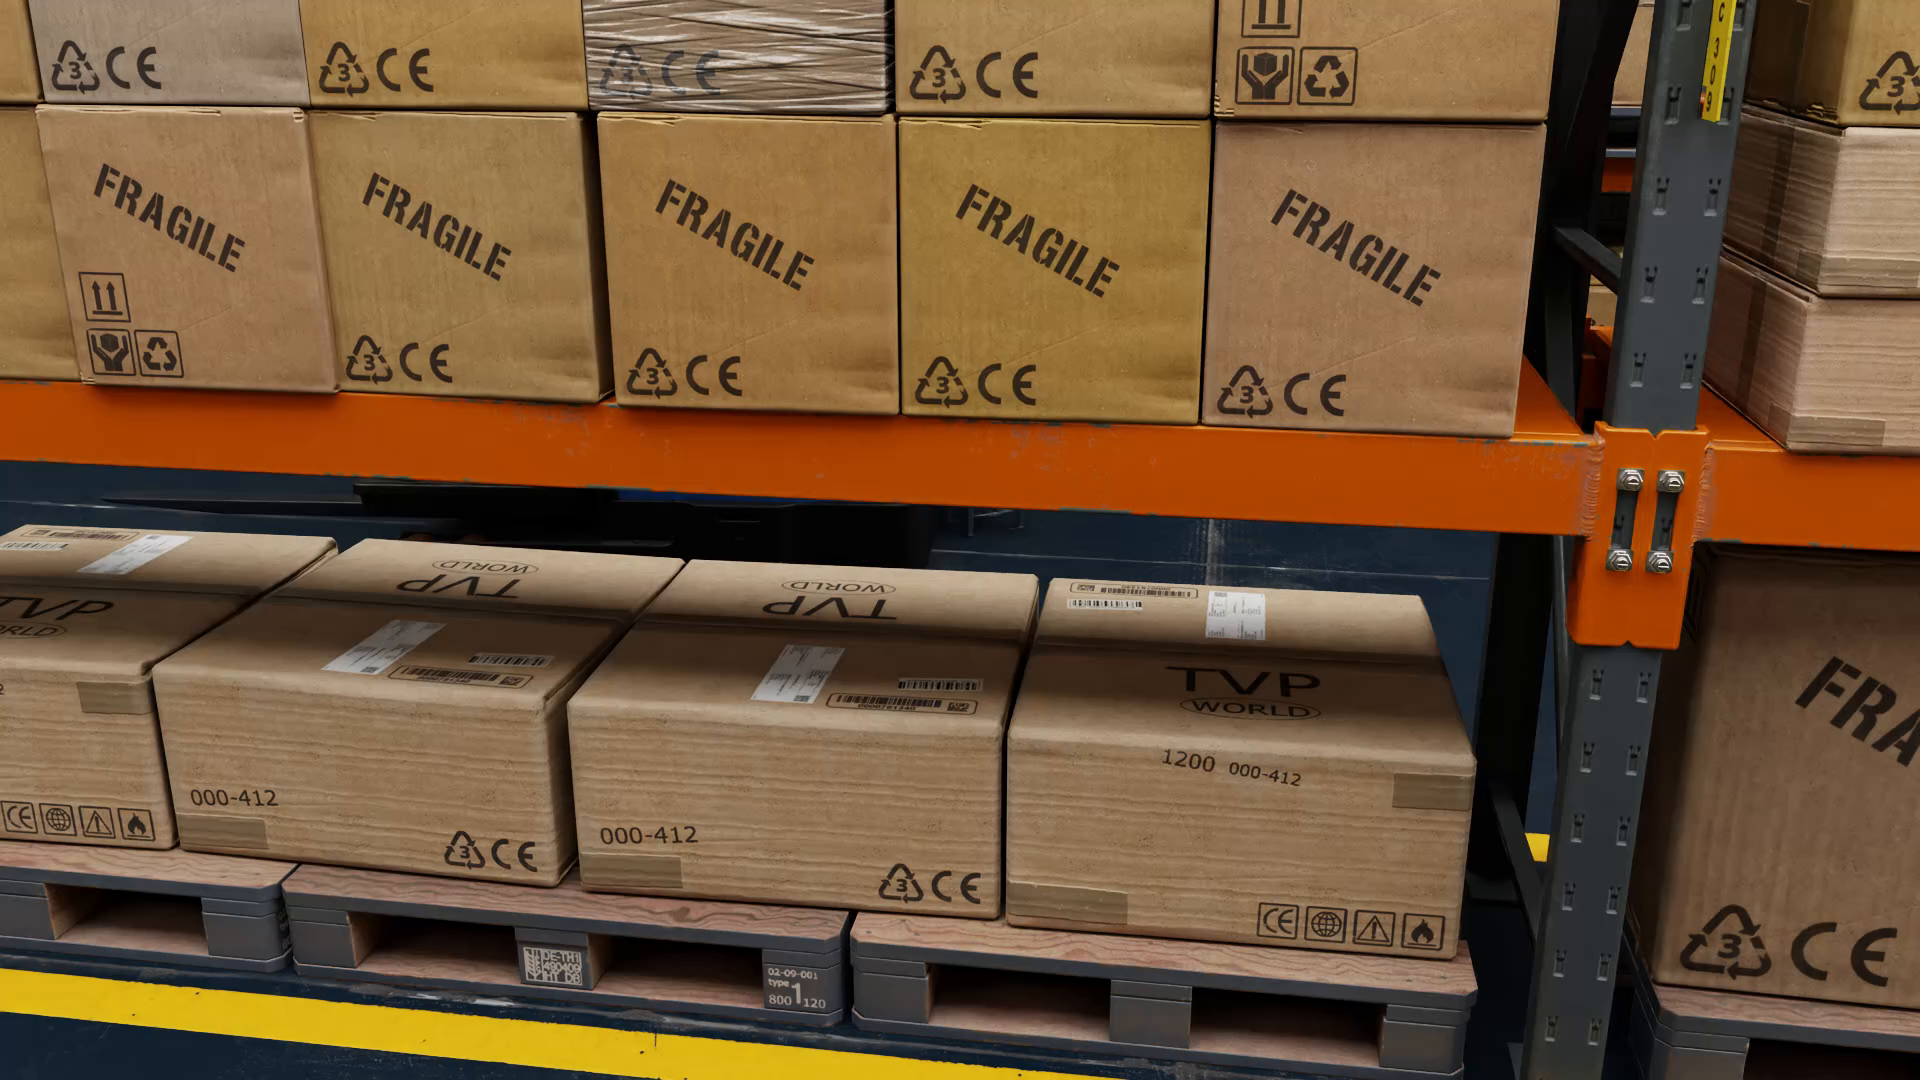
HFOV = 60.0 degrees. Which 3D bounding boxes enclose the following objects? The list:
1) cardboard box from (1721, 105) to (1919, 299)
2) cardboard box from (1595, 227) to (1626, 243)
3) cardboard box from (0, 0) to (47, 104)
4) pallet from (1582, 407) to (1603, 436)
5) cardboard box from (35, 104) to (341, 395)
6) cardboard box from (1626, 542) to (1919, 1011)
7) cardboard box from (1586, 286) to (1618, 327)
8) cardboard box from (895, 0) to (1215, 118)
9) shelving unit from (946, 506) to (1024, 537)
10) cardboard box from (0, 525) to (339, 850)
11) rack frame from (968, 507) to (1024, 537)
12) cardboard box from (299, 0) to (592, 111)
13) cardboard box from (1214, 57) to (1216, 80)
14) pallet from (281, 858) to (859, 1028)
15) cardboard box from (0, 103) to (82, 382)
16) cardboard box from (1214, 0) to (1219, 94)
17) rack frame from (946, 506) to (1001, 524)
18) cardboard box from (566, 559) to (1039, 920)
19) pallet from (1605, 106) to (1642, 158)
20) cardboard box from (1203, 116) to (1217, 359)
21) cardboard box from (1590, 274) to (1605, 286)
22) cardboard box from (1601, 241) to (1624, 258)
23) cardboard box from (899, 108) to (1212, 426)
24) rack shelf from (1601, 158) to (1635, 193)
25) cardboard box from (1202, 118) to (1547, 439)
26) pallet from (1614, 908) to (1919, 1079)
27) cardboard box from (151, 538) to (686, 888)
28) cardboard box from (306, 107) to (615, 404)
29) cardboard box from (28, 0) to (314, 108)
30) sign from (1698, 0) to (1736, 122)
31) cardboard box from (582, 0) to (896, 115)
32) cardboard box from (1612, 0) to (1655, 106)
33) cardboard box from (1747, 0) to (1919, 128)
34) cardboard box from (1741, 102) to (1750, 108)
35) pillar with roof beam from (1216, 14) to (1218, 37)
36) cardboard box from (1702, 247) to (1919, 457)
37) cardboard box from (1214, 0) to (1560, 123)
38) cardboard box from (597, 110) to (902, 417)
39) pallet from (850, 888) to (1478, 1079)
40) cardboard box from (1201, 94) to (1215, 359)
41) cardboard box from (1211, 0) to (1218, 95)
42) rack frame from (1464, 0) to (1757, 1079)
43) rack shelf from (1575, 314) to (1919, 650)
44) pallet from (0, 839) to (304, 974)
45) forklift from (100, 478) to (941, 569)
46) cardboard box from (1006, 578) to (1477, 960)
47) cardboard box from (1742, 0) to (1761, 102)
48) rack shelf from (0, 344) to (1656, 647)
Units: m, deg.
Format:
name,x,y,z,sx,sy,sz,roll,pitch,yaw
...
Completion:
name,x,y,z,sx,sy,sz,roll,pitch,yaw
cardboard box,1.578,-0.554,2.681,0.500,0.250,0.500,2,19,7
cardboard box,3.140,-1.422,8.080,0.250,0.149,0.380,2,19,6
cardboard box,-1.821,-1.085,3.084,0.500,0.500,0.500,2,19,7
pallet,2.781,-0.703,8.071,1.213,0.211,1.003,3,19,9
cardboard box,-1.329,-0.586,3.169,0.500,0.500,0.500,3,19,8
cardboard box,1.814,0.316,3.319,0.875,0.875,0.875,4,19,10
cardboard box,2.942,-0.949,7.691,0.500,0.500,0.500,3,19,8
cardboard box,0.179,-0.986,2.789,0.500,0.500,0.500,3,19,8
shelving unit,0.097,-0.623,6.274,0.258,1.200,0.189,-9,21,-25
cardboard box,-2.093,0.317,4.003,0.875,0.438,0.875,2,19,7
rack frame,0.138,-0.597,6.196,0.240,1.200,0.006,-9,21,-25
cardboard box,-0.818,-1.036,2.940,0.500,0.500,0.500,3,19,9
cardboard box,0.934,-2.094,7.602,0.500,0.250,0.500,3,19,9
pallet,-0.758,0.700,3.878,1.213,0.211,1.003,3,19,9
cardboard box,-1.828,-0.617,3.262,0.500,0.500,0.500,3,19,8
cardboard box,0.757,-1.120,3.191,0.500,0.500,0.500,3,19,9
rack frame,0.056,-0.649,6.351,0.240,1.200,0.006,-9,21,-25
cardboard box,-0.298,0.407,3.736,0.875,0.438,0.875,2,19,7
pallet,2.744,-1.889,7.523,1.213,0.211,1.003,3,19,9
cardboard box,0.767,-0.652,3.367,0.500,0.500,0.500,4,19,10
cardboard box,2.825,-1.275,7.642,0.250,0.149,0.380,2,19,6
cardboard box,3.098,-1.266,7.614,0.250,0.149,0.380,3,19,8
cardboard box,0.181,-0.514,2.954,0.500,0.500,0.500,2,19,7
rack shelf,3.947,-1.612,7.529,4.000,0.370,1.077,3,19,9
cardboard box,0.690,-0.490,2.882,0.500,0.500,0.500,3,19,9
pallet,1.963,0.839,3.464,1.213,0.211,1.003,3,19,9
cardboard box,-1.188,0.361,3.873,0.875,0.438,0.875,3,19,10
cardboard box,-0.832,-0.566,3.109,0.500,0.500,0.500,4,19,10
cardboard box,-1.311,-1.061,3.014,0.500,0.500,0.500,3,19,8
sign,1.102,-0.773,2.397,0.005,0.325,0.100,3,19,9
cardboard box,-0.325,-1.009,2.857,0.500,0.500,0.500,3,19,9
cardboard box,2.926,-2.180,7.273,0.500,0.500,0.700,3,19,9
cardboard box,1.578,-0.908,2.557,0.500,0.500,0.500,3,19,9
cardboard box,1.663,-0.719,3.173,0.500,0.250,0.500,3,19,9
pillar with roof beam,0.745,-3.868,3.681,0.400,9.000,9.100,3,19,9
cardboard box,1.581,-0.323,2.778,0.500,0.250,0.500,2,19,7
cardboard box,0.679,-0.958,2.705,0.500,0.500,0.500,3,19,8
cardboard box,-0.317,-0.535,3.016,0.500,0.500,0.500,3,19,8
pallet,0.450,0.761,3.697,1.213,0.211,1.003,3,19,9
cardboard box,0.271,-0.679,3.446,0.500,0.500,0.500,3,19,9
cardboard box,0.259,-1.148,3.273,0.500,0.500,0.500,3,19,8
rack frame,1.189,-0.499,3.067,0.127,3.000,1.000,3,19,9
rack shelf,3.163,-0.057,2.880,4.000,0.370,1.077,3,19,9
pallet,-1.959,0.638,4.064,1.213,0.211,1.003,3,19,9
forklift,-1.600,-1.405,5.884,3.031,2.935,1.130,1,19,3
cardboard box,0.586,0.452,3.602,0.875,0.438,0.875,3,19,8
cardboard box,1.670,-1.077,3.060,0.500,0.500,0.500,4,19,10
rack shelf,-0.786,-0.258,3.482,4.000,0.370,1.077,3,19,9
